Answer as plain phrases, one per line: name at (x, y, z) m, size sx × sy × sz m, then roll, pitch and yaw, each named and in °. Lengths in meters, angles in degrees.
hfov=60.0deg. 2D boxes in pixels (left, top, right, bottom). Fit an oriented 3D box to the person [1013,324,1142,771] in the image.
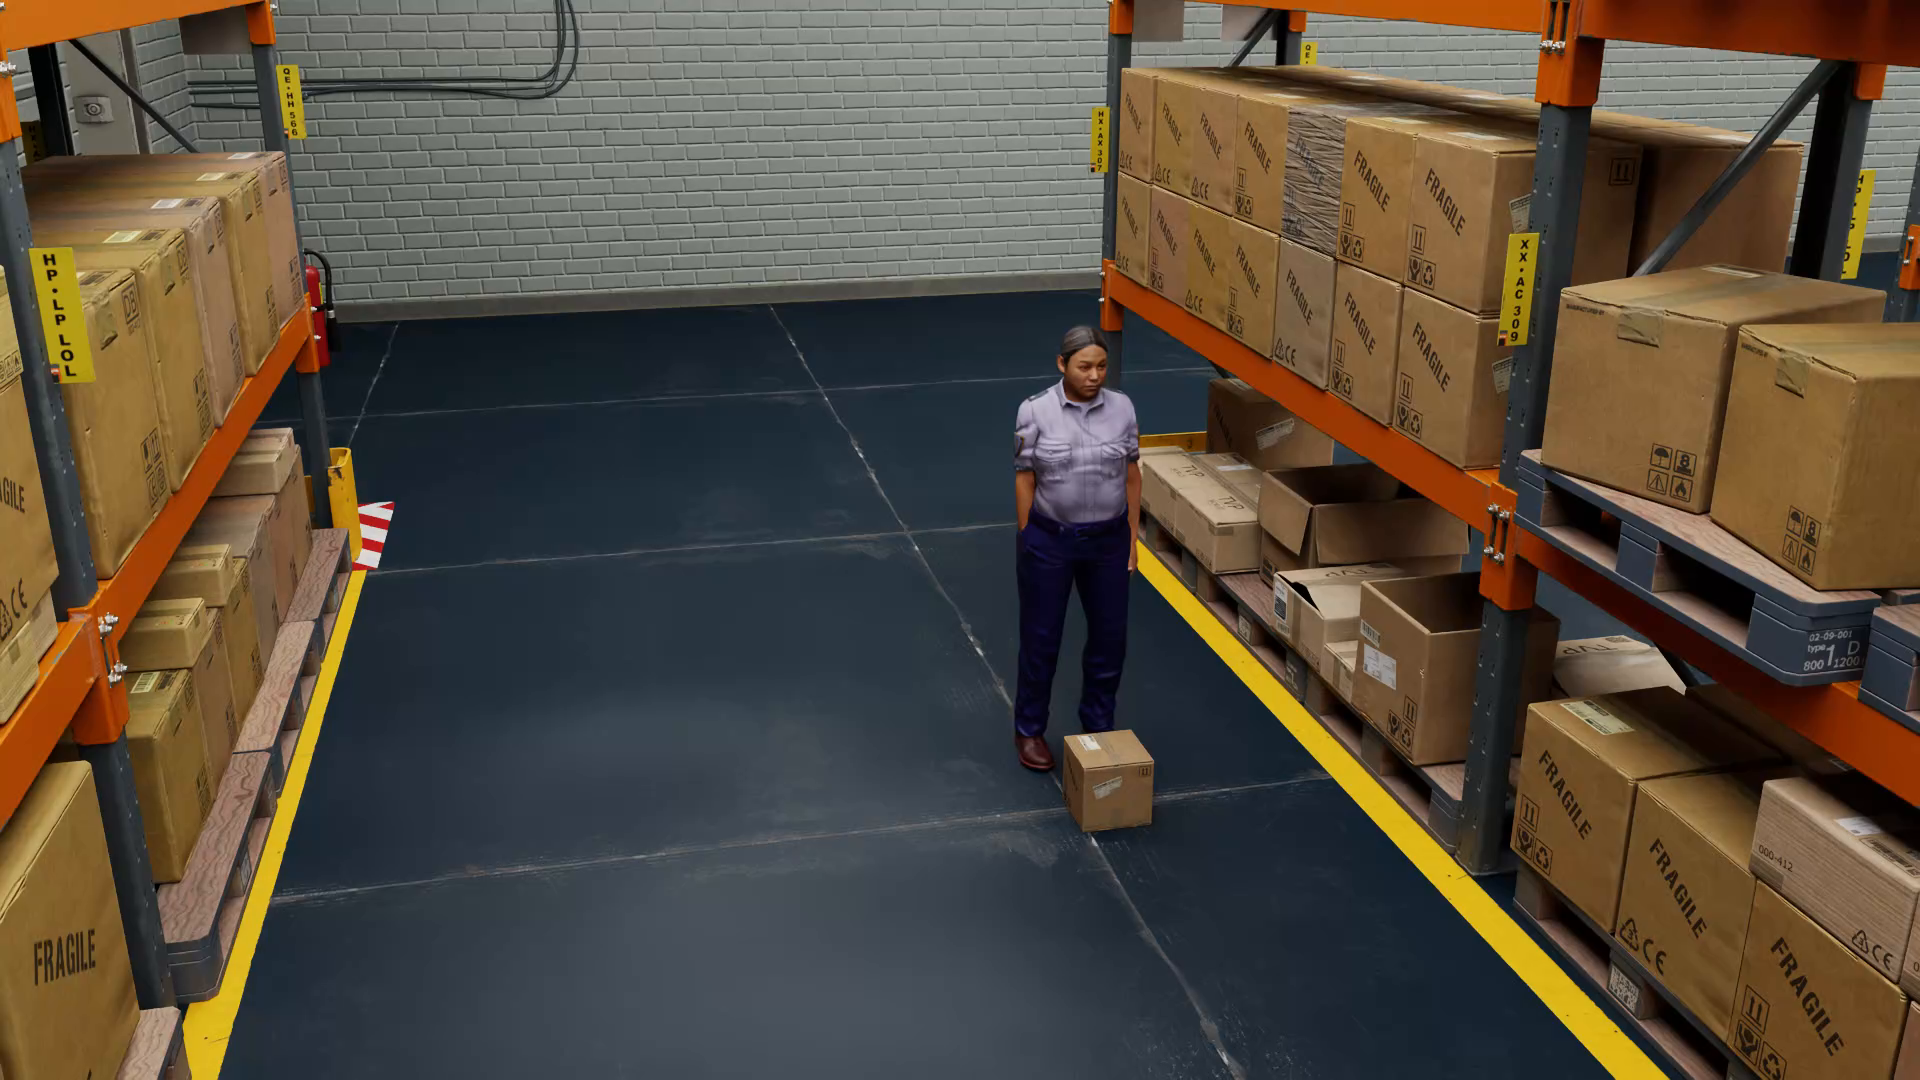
person at (0.431, 0.030, 6.022) m, size 0.470 × 1.645 × 0.342 m, roll -4°, pitch 20°, yaw -12°
